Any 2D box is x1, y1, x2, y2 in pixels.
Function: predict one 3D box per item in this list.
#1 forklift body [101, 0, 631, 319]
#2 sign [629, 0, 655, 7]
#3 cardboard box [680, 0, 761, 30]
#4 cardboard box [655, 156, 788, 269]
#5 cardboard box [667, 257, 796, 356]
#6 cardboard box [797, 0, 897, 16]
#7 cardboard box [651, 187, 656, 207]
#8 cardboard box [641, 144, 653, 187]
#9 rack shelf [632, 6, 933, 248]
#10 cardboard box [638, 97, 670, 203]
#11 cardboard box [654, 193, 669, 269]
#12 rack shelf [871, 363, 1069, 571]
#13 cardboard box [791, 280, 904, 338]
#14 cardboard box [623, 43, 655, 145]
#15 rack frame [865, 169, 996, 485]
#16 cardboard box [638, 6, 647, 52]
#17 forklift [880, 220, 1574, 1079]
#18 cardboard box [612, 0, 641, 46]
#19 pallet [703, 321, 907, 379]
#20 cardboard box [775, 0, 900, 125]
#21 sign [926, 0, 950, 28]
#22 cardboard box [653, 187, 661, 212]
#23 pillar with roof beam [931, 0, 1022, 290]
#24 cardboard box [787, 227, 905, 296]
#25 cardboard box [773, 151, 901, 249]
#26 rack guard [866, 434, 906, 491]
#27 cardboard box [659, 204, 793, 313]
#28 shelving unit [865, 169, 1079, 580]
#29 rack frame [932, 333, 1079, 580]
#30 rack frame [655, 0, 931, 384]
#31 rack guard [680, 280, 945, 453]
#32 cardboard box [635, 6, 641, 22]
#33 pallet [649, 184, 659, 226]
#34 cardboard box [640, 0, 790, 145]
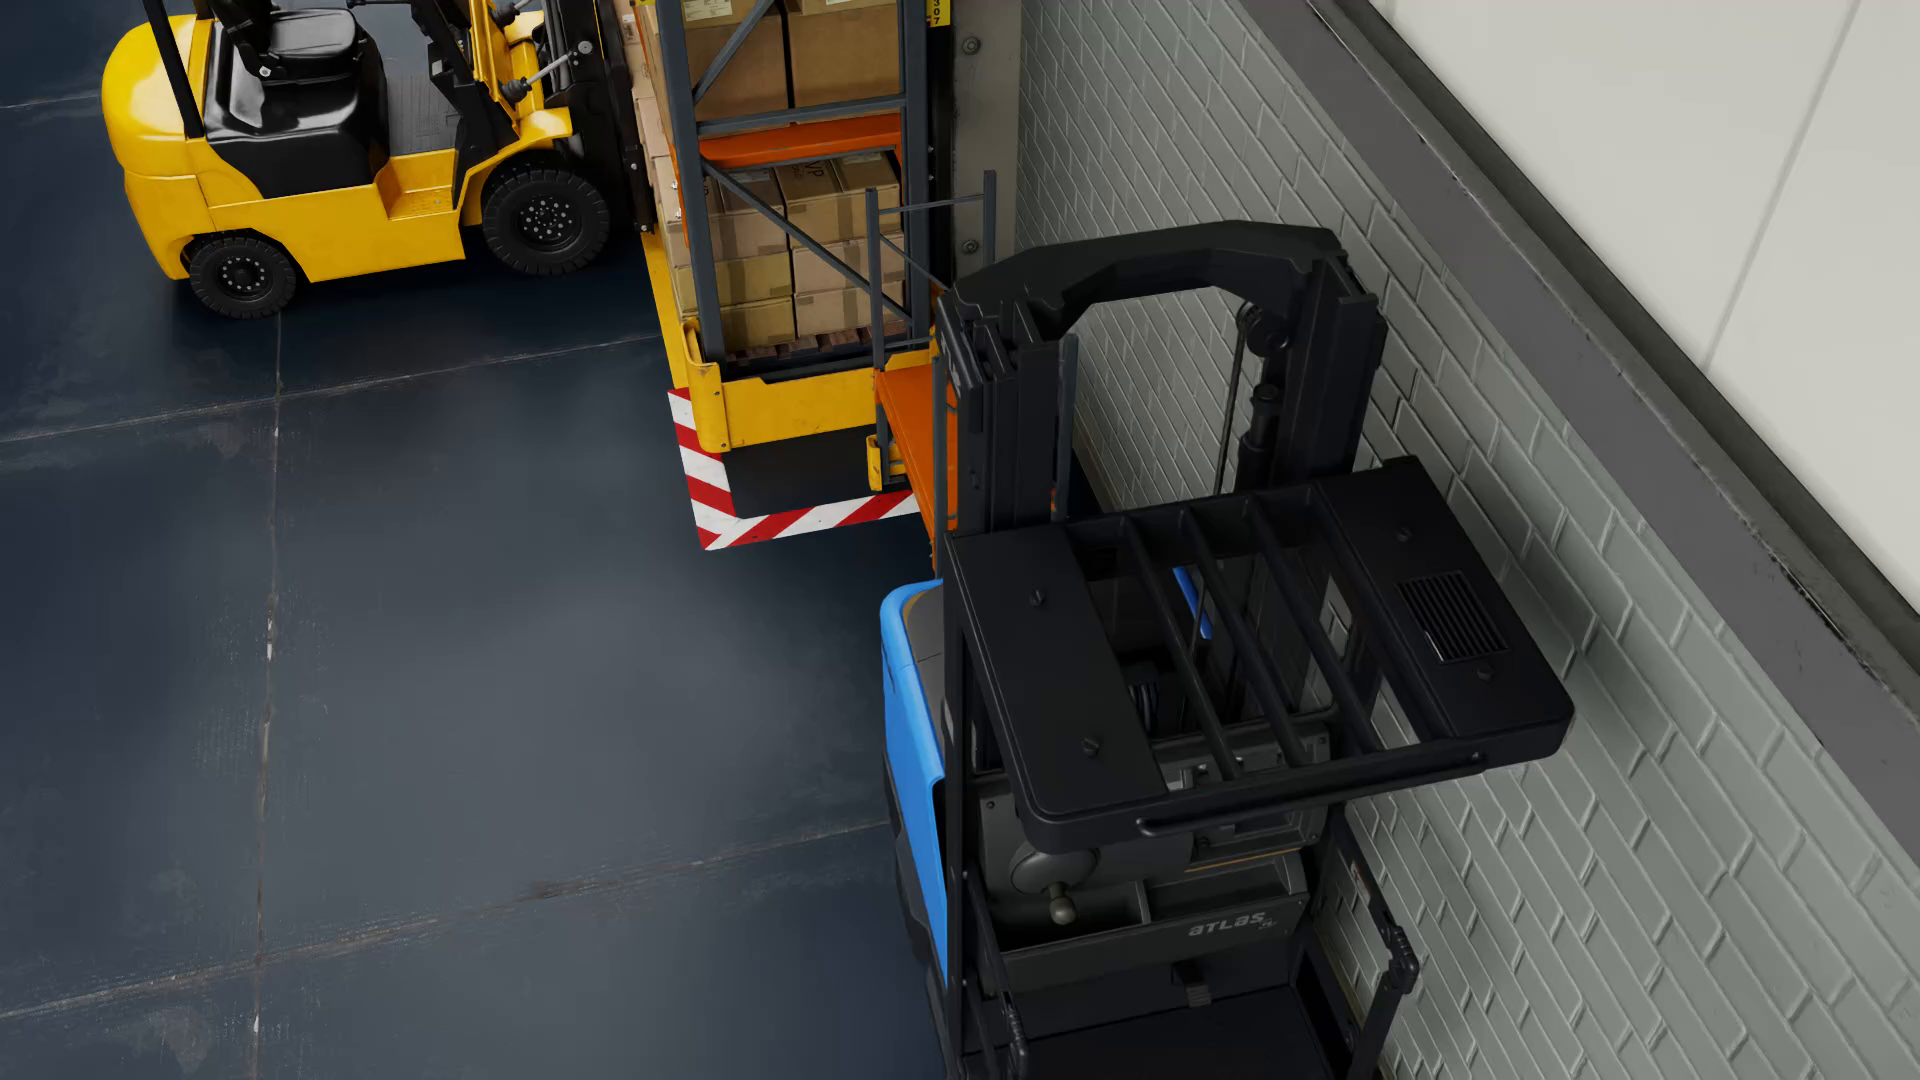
[{"bbox_3d":[-2.874,-2.345,7.793,2.313,2.155,1.214,-11,47,-10],"label":"forklift body"},{"bbox_3d":[-1.153,-2.065,5.948,0.100,0.325,0.005,-11,47,-10],"label":"sign"},{"bbox_3d":[-0.985,-2.117,6.451,0.380,0.149,0.250,-10,46,-10],"label":"cardboard box"},{"bbox_3d":[-1.045,-1.462,7.265,0.500,0.250,0.500,-9,46,-9],"label":"cardboard box"},{"bbox_3d":[-1.051,-1.118,7.627,0.500,0.250,0.500,-10,46,-10],"label":"cardboard box"},{"bbox_3d":[-0.461,-2.210,6.543,0.380,0.149,0.250,-12,47,-11],"label":"cardboard box"},{"bbox_3d":[-1.289,-1.810,8.306,0.500,0.250,0.500,-10,46,-10],"label":"cardboard box"},{"bbox_3d":[-1.323,-2.006,8.148,0.500,0.250,0.500,-12,47,-11],"label":"cardboard box"},{"bbox_3d":[-1.137,-2.796,8.144,1.077,0.370,4.000,-11,47,-10],"label":"rack shelf"},{"bbox_3d":[-1.181,-1.814,7.609,0.500,0.250,0.500,-10,46,-10],"label":"cardboard box"},{"bbox_3d":[-1.169,-1.463,7.966,0.500,0.250,0.500,-11,47,-10],"label":"cardboard box"},{"bbox_3d":[0.022,-0.340,6.536,0.538,0.185,1.000,-11,47,-10],"label":"rack shelf"},{"bbox_3d":[-0.562,-1.226,7.733,0.500,0.250,0.500,-11,47,-10],"label":"cardboard box"},{"bbox_3d":[-1.320,-2.160,7.949,0.500,0.250,0.500,-10,46,-10],"label":"cardboard box"},{"bbox_3d":[-0.108,-0.817,6.751,0.500,1.500,0.032,-11,47,-10],"label":"rack frame"},{"bbox_3d":[-1.129,-2.353,7.137,0.500,0.500,0.500,-9,46,-9],"label":"cardboard box"},{"bbox_3d":[0.560,0.828,4.137,1.130,2.935,3.031,-9,46,-9],"label":"forklift"},{"bbox_3d":[-1.442,-2.512,8.293,0.500,0.250,0.500,-12,47,-11],"label":"cardboard box"},{"bbox_3d":[-0.862,-1.211,8.040,1.003,0.211,1.213,-11,47,-10],"label":"pallet"},{"bbox_3d":[-0.484,-2.095,6.883,0.500,0.500,0.500,-9,46,-9],"label":"cardboard box"},{"bbox_3d":[-0.087,-2.095,6.292,0.100,0.325,0.005,-11,47,-10],"label":"sign"},{"bbox_3d":[-1.170,-1.654,7.802,0.500,0.250,0.500,-11,47,-11],"label":"cardboard box"},{"bbox_3d":[-4.094,-3.625,4.253,9.100,9.000,0.400,-11,47,-10],"label":"pillar with roof beam"},{"bbox_3d":[-0.545,-1.389,7.543,0.500,0.250,0.500,-10,46,-10],"label":"cardboard box"},{"bbox_3d":[-0.565,-1.568,7.368,0.500,0.250,0.500,-11,47,-11],"label":"cardboard box"},{"bbox_3d":[-0.108,-0.379,7.197,0.587,0.250,0.087,-11,47,-10],"label":"rack guard"},{"bbox_3d":[-1.052,-1.305,7.461,0.500,0.250,0.500,-11,47,-11],"label":"cardboard box"},{"bbox_3d":[0.020,-0.472,6.413,0.587,1.500,1.083,-11,47,-10],"label":"shelving unit"},{"bbox_3d":[0.152,-0.115,6.063,0.500,1.500,0.032,-11,47,-10],"label":"rack frame"},{"bbox_3d":[-0.625,-1.667,6.534,1.000,3.000,0.127,-11,47,-10],"label":"rack frame"},{"bbox_3d":[-0.619,-0.775,7.411,1.175,0.500,0.348,-11,47,-10],"label":"rack guard"},{"bbox_3d":[-1.261,-2.707,7.484,0.500,0.500,0.500,-12,47,-11],"label":"cardboard box"},{"bbox_3d":[-1.170,-2.052,8.864,1.003,0.211,1.213,-11,47,-10],"label":"pallet"},{"bbox_3d":[-1.005,-1.994,6.784,0.500,0.500,0.500,-12,47,-11],"label":"cardboard box"}]
